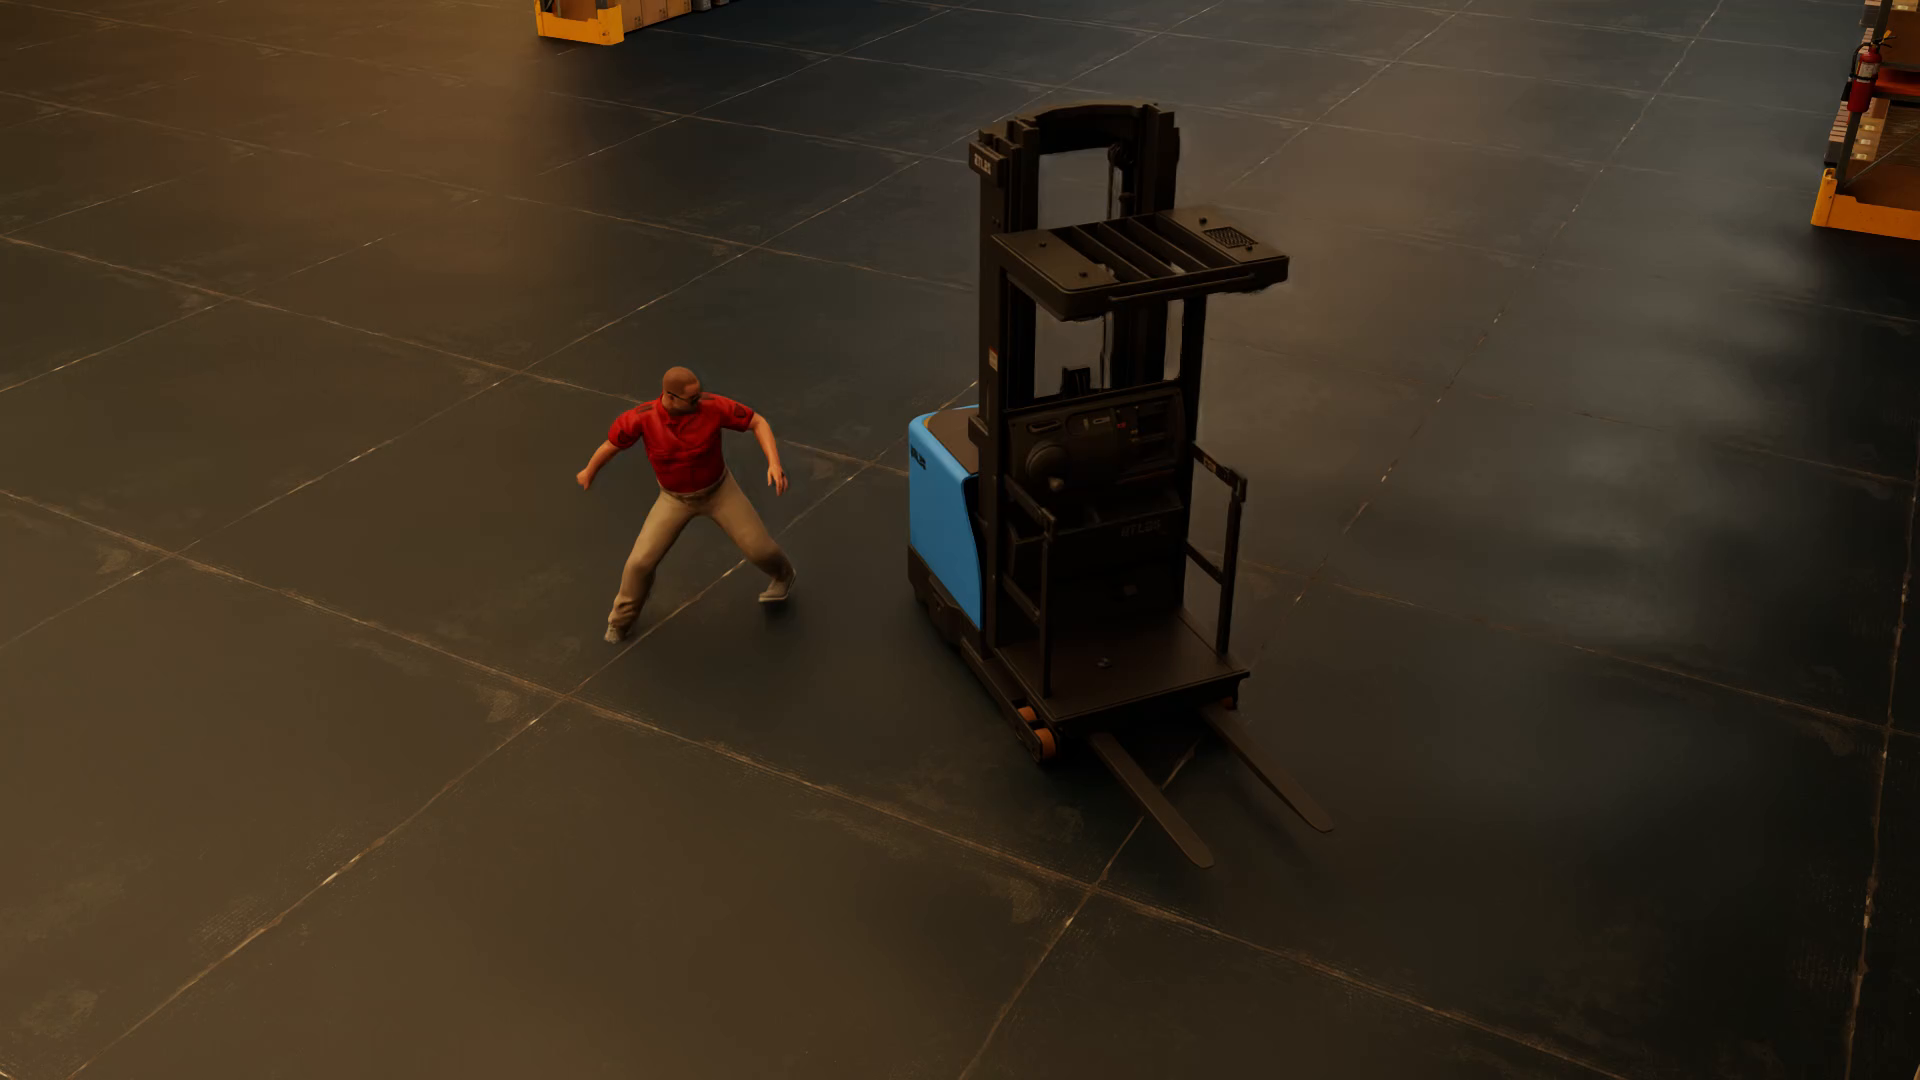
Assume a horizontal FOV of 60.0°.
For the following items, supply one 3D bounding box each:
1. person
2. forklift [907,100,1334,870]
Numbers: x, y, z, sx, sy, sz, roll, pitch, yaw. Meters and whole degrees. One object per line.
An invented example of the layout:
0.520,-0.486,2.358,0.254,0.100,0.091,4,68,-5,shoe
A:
-1.483,-0.191,8.879,1.151,1.685,0.552,-2,30,-3,person
0.751,-0.429,7.814,1.130,2.935,3.031,-12,32,-20,forklift
